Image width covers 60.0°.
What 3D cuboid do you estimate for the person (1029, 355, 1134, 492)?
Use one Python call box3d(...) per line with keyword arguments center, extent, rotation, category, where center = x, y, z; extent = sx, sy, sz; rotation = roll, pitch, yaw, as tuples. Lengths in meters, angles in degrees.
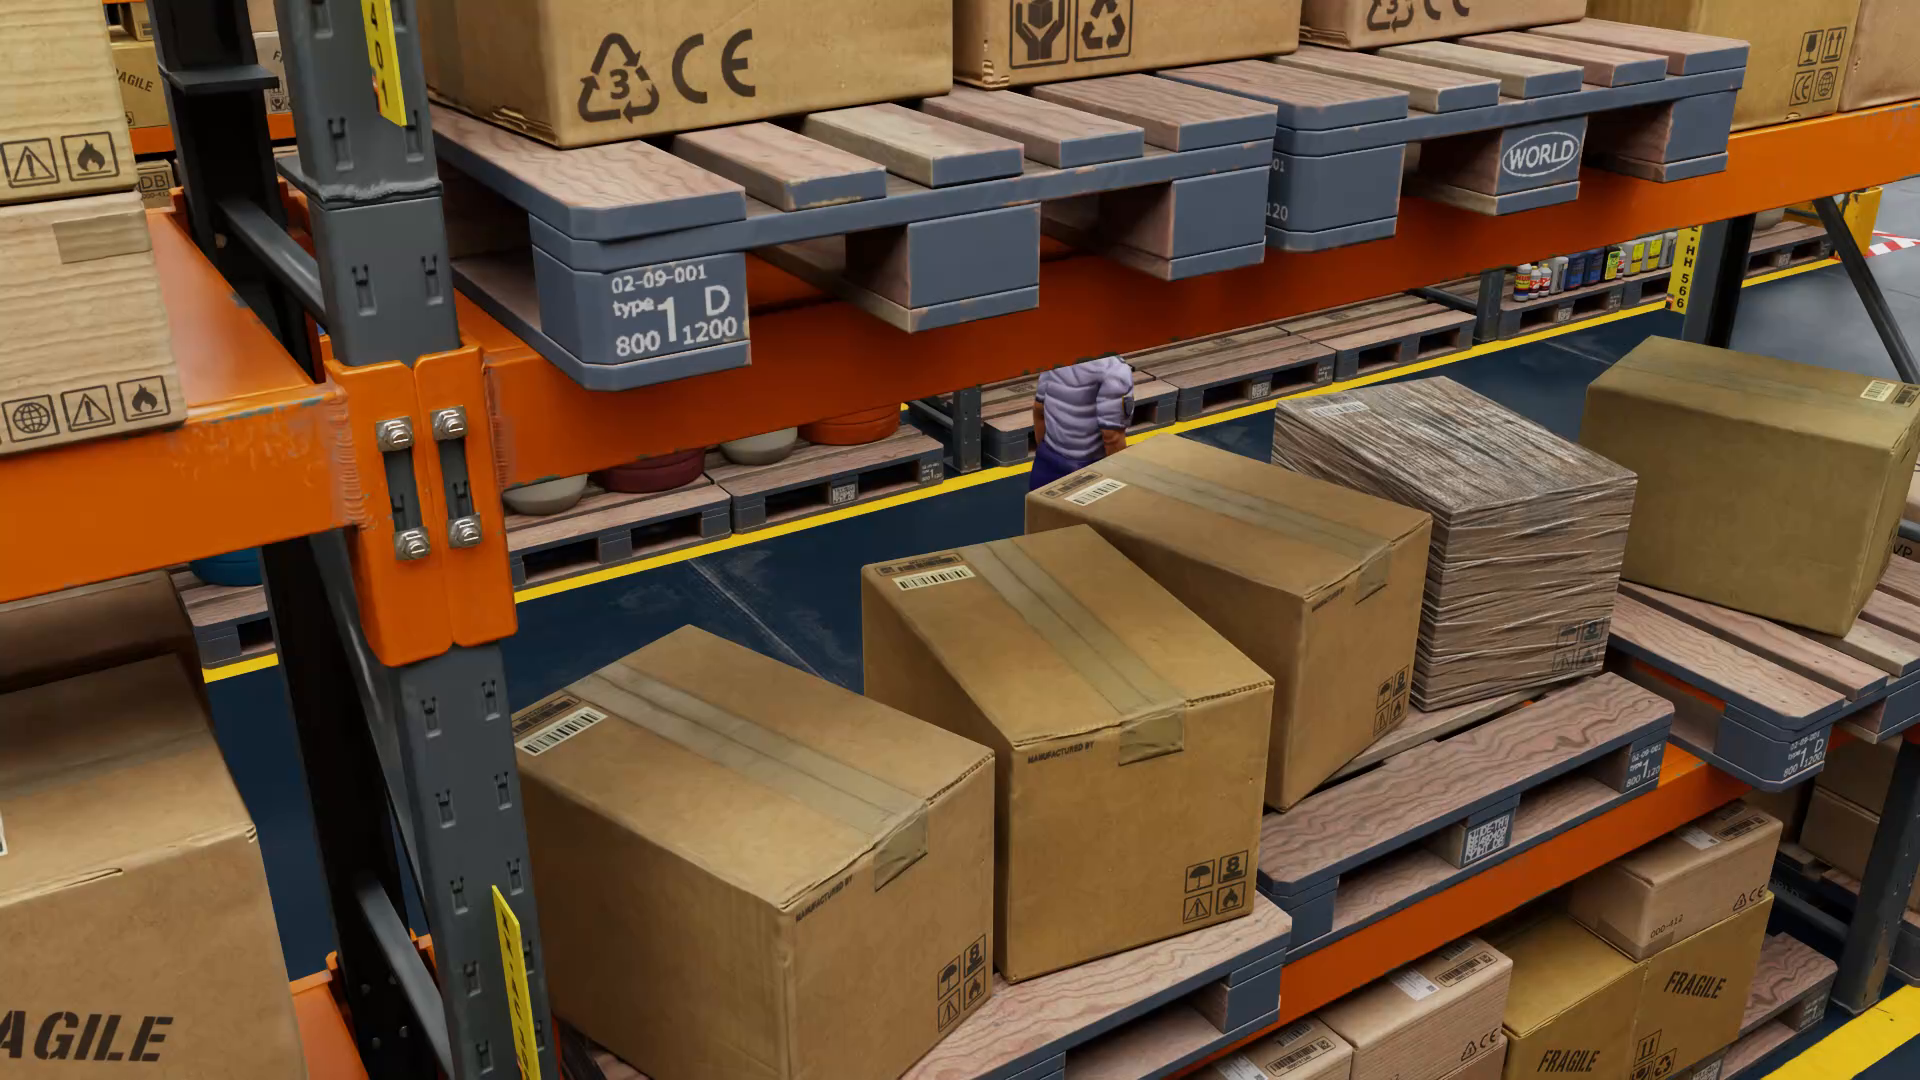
box3d(center=(0.504, -0.213, 6.571), extent=(0.374, 1.650, 0.548), rotation=(-17, 30, -32), category="person")
